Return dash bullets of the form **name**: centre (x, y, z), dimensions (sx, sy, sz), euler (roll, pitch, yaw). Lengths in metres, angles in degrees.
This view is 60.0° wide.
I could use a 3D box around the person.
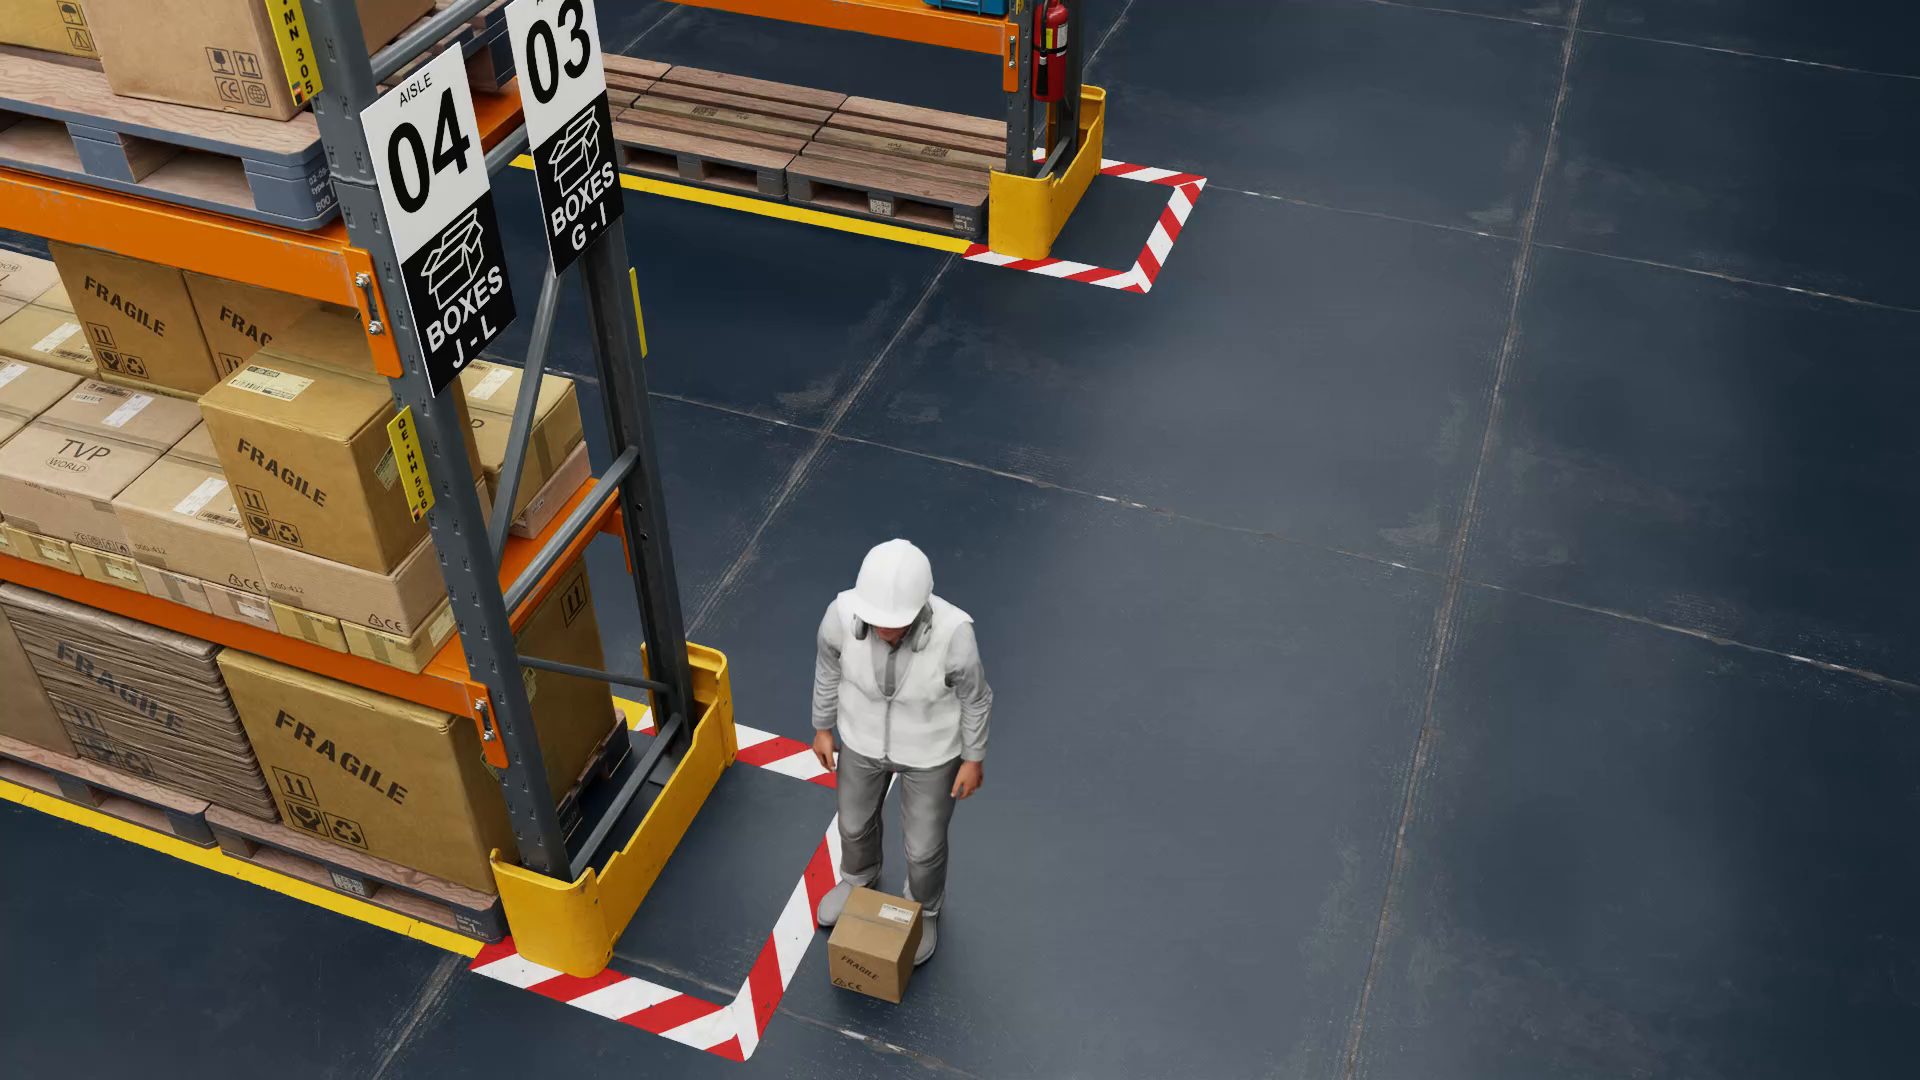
- **person**: centre (-0.197, 0.657, 5.388), dimensions (0.594, 1.772, 0.471), euler (11, 42, 13)
